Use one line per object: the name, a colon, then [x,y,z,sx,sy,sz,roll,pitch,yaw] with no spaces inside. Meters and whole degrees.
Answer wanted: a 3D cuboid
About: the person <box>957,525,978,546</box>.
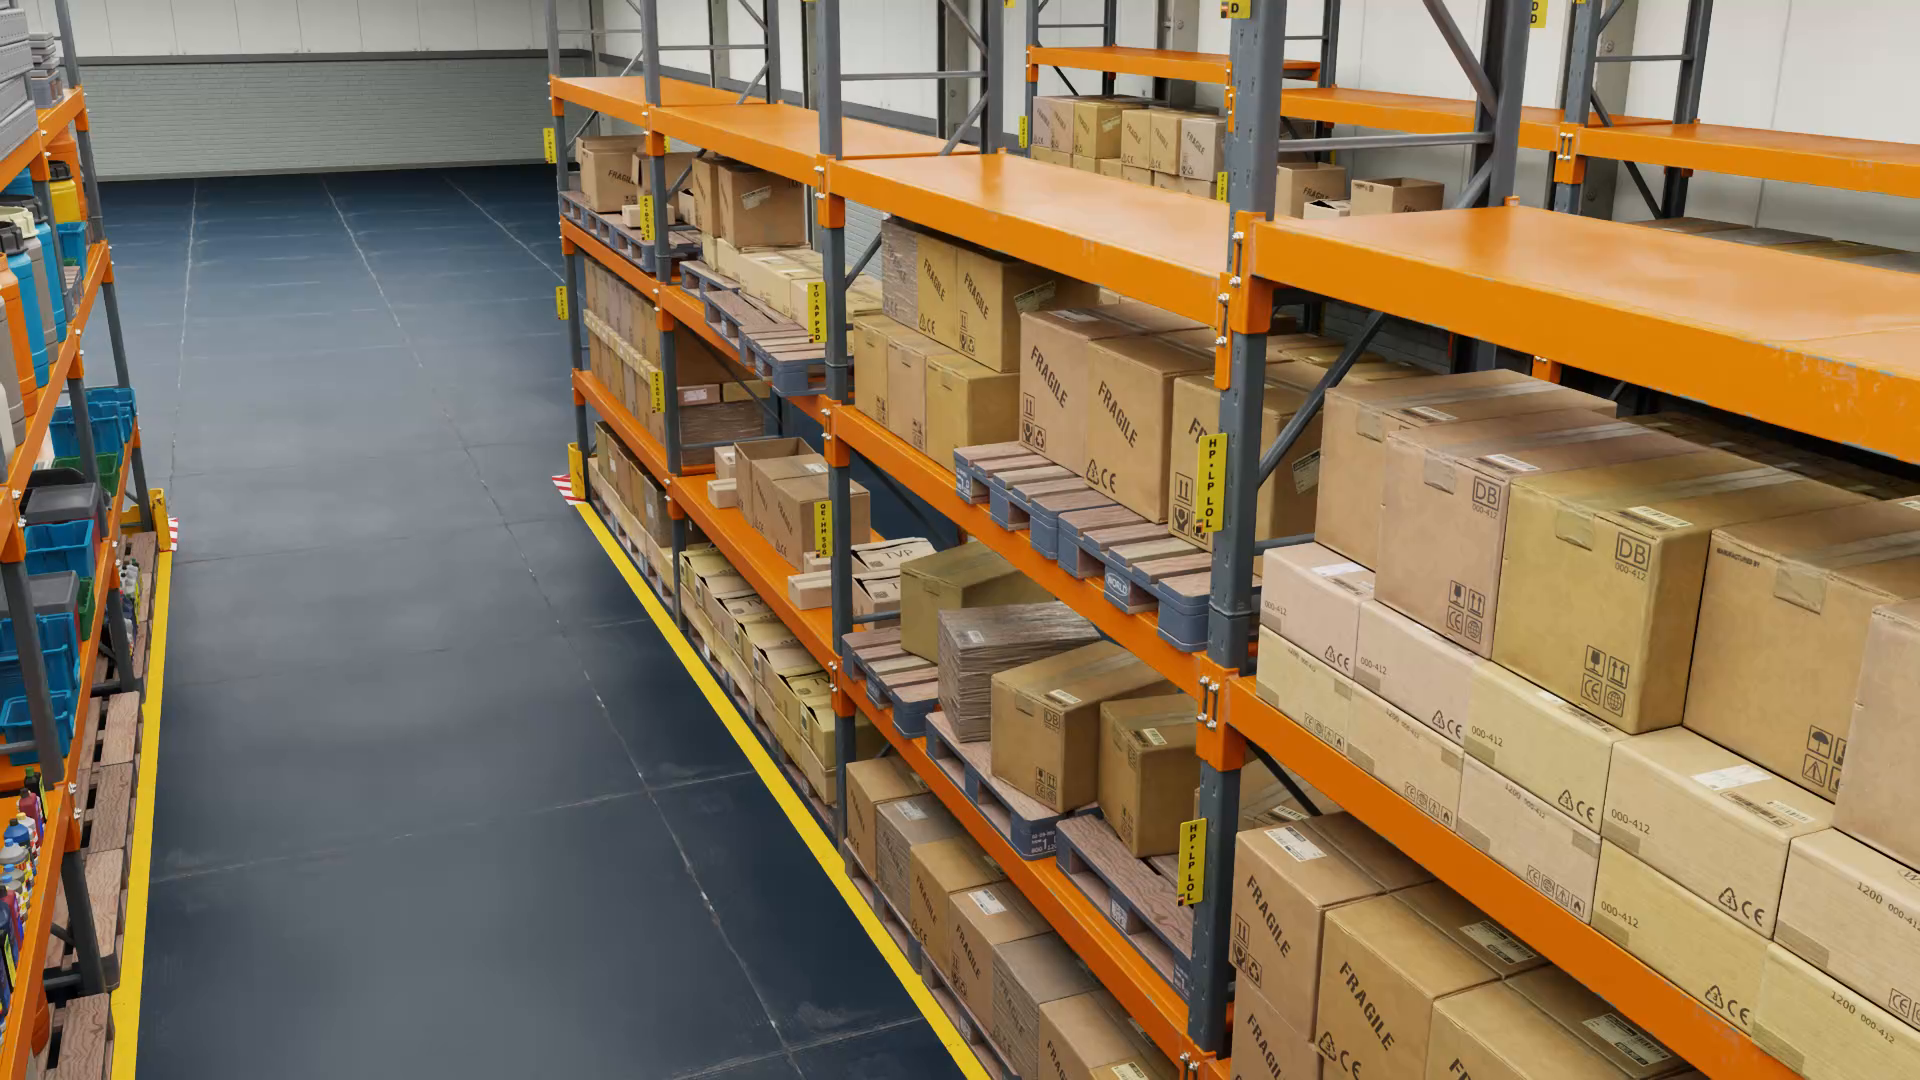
person: [0.251,0.067,12.675,0.587,1.808,0.391,-14,23,-35]
